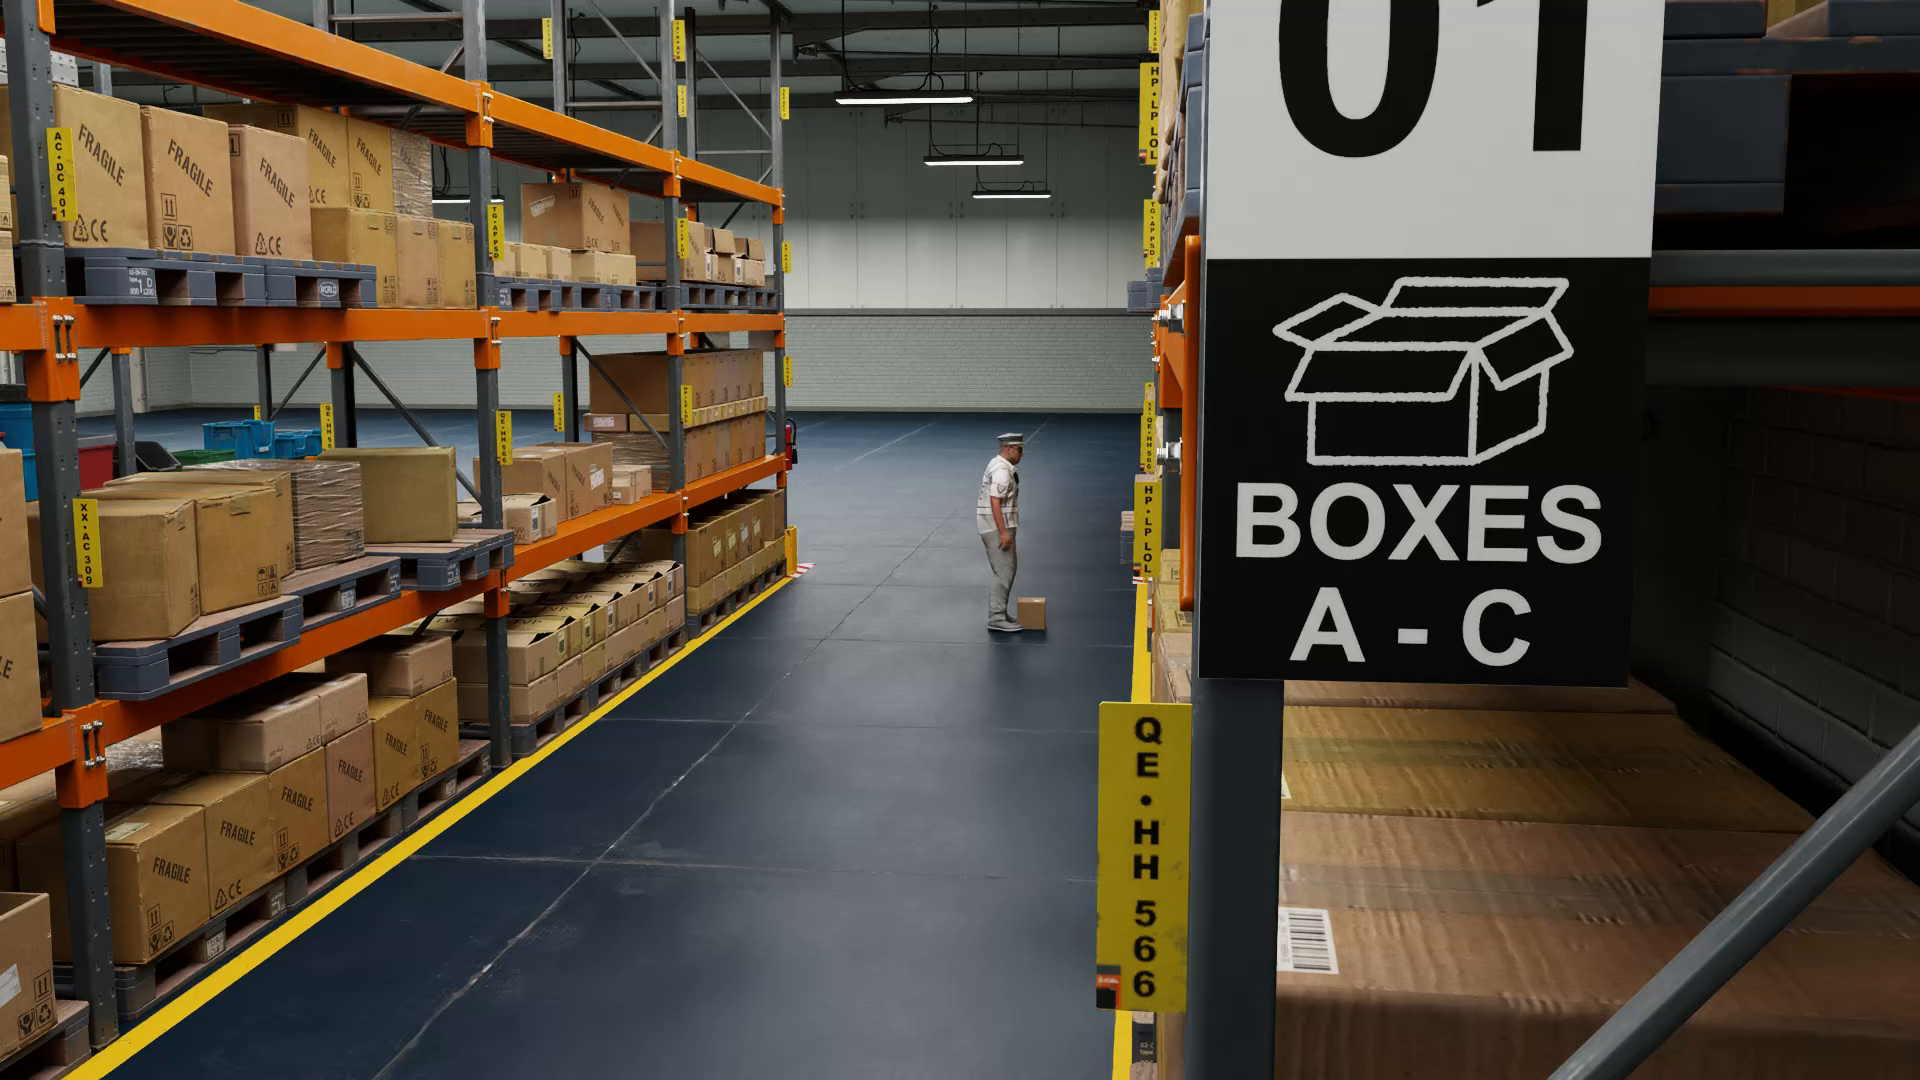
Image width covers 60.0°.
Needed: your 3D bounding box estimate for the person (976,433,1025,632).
[{"bbox_3d":[0.368,-0.083,14.897,0.432,1.745,0.585,1,8,6],"label":"person"}]
